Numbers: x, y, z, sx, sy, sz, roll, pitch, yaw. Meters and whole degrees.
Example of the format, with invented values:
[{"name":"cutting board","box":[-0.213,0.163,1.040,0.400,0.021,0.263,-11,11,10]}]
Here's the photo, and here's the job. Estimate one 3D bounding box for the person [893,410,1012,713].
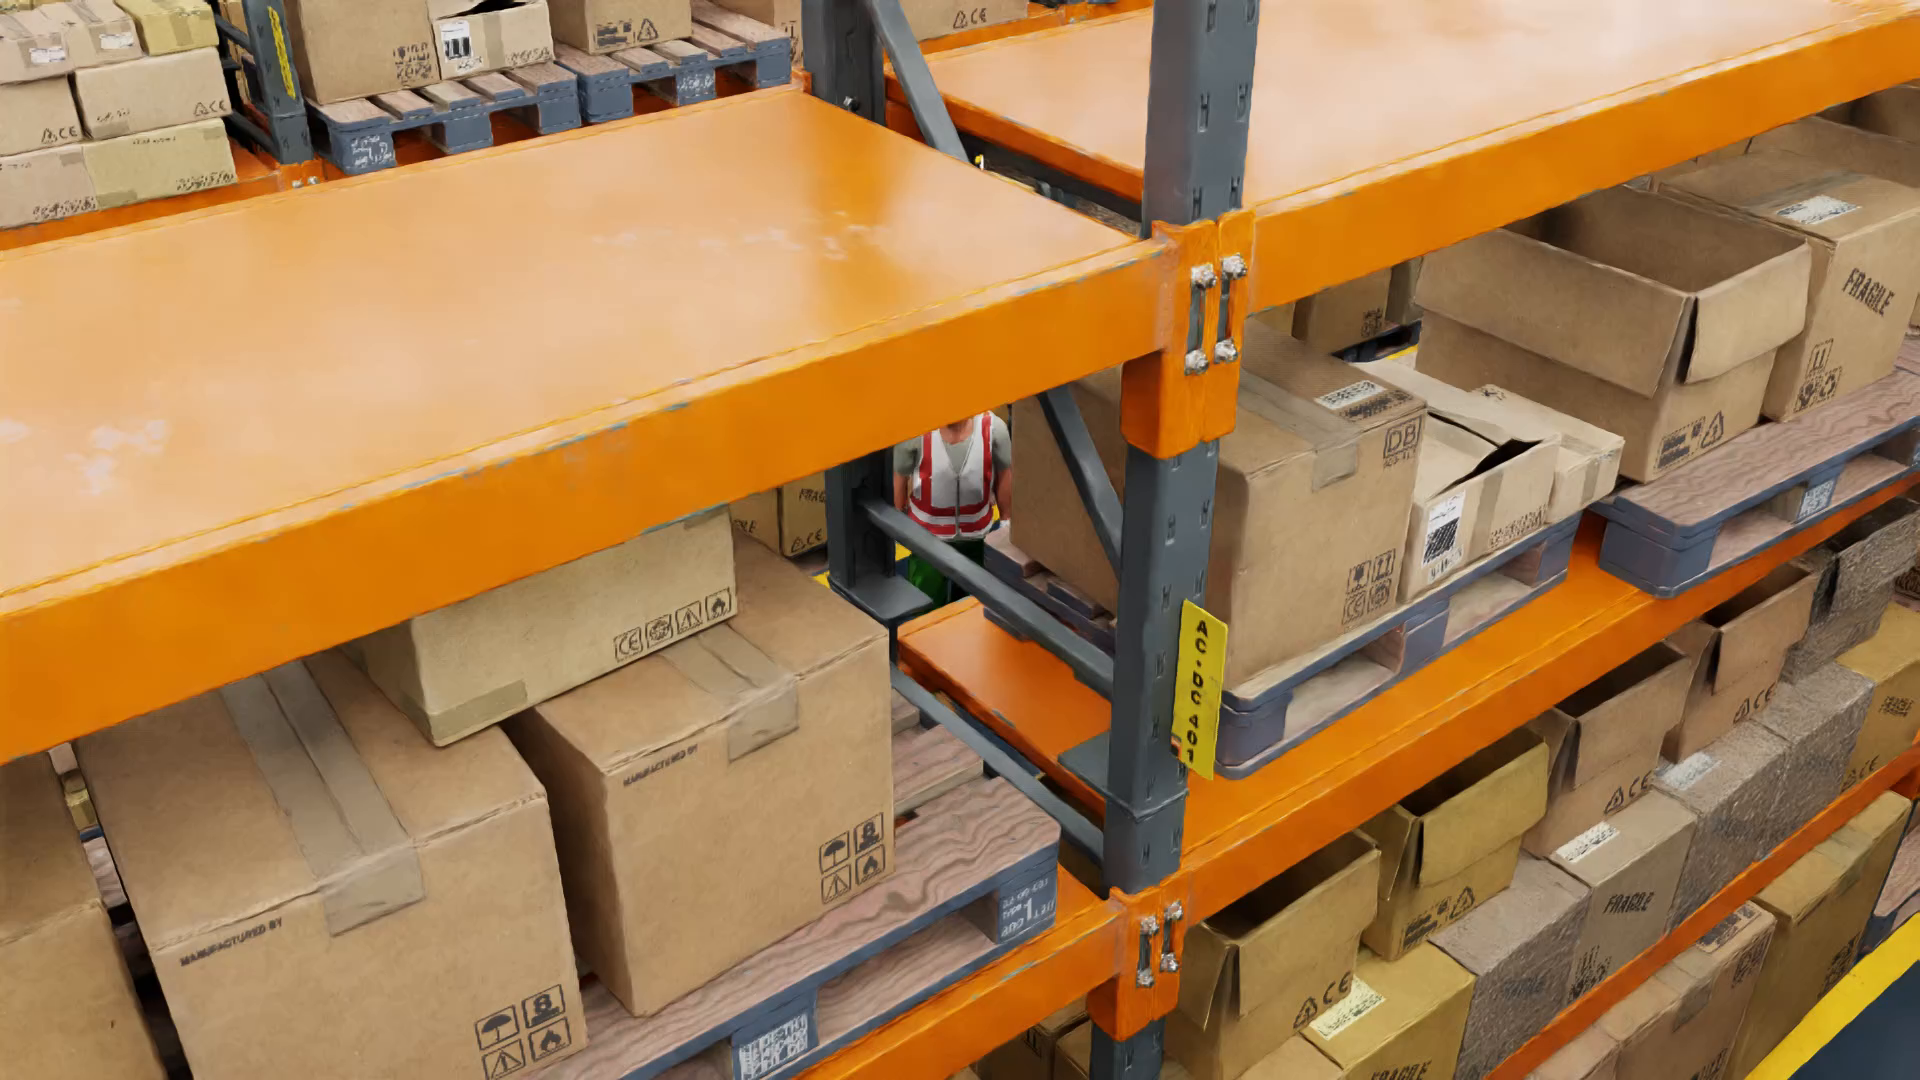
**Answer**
[{"name":"person","box":[-0.051,-0.009,7.743,0.676,1.786,0.583,-9,33,-14]}]
